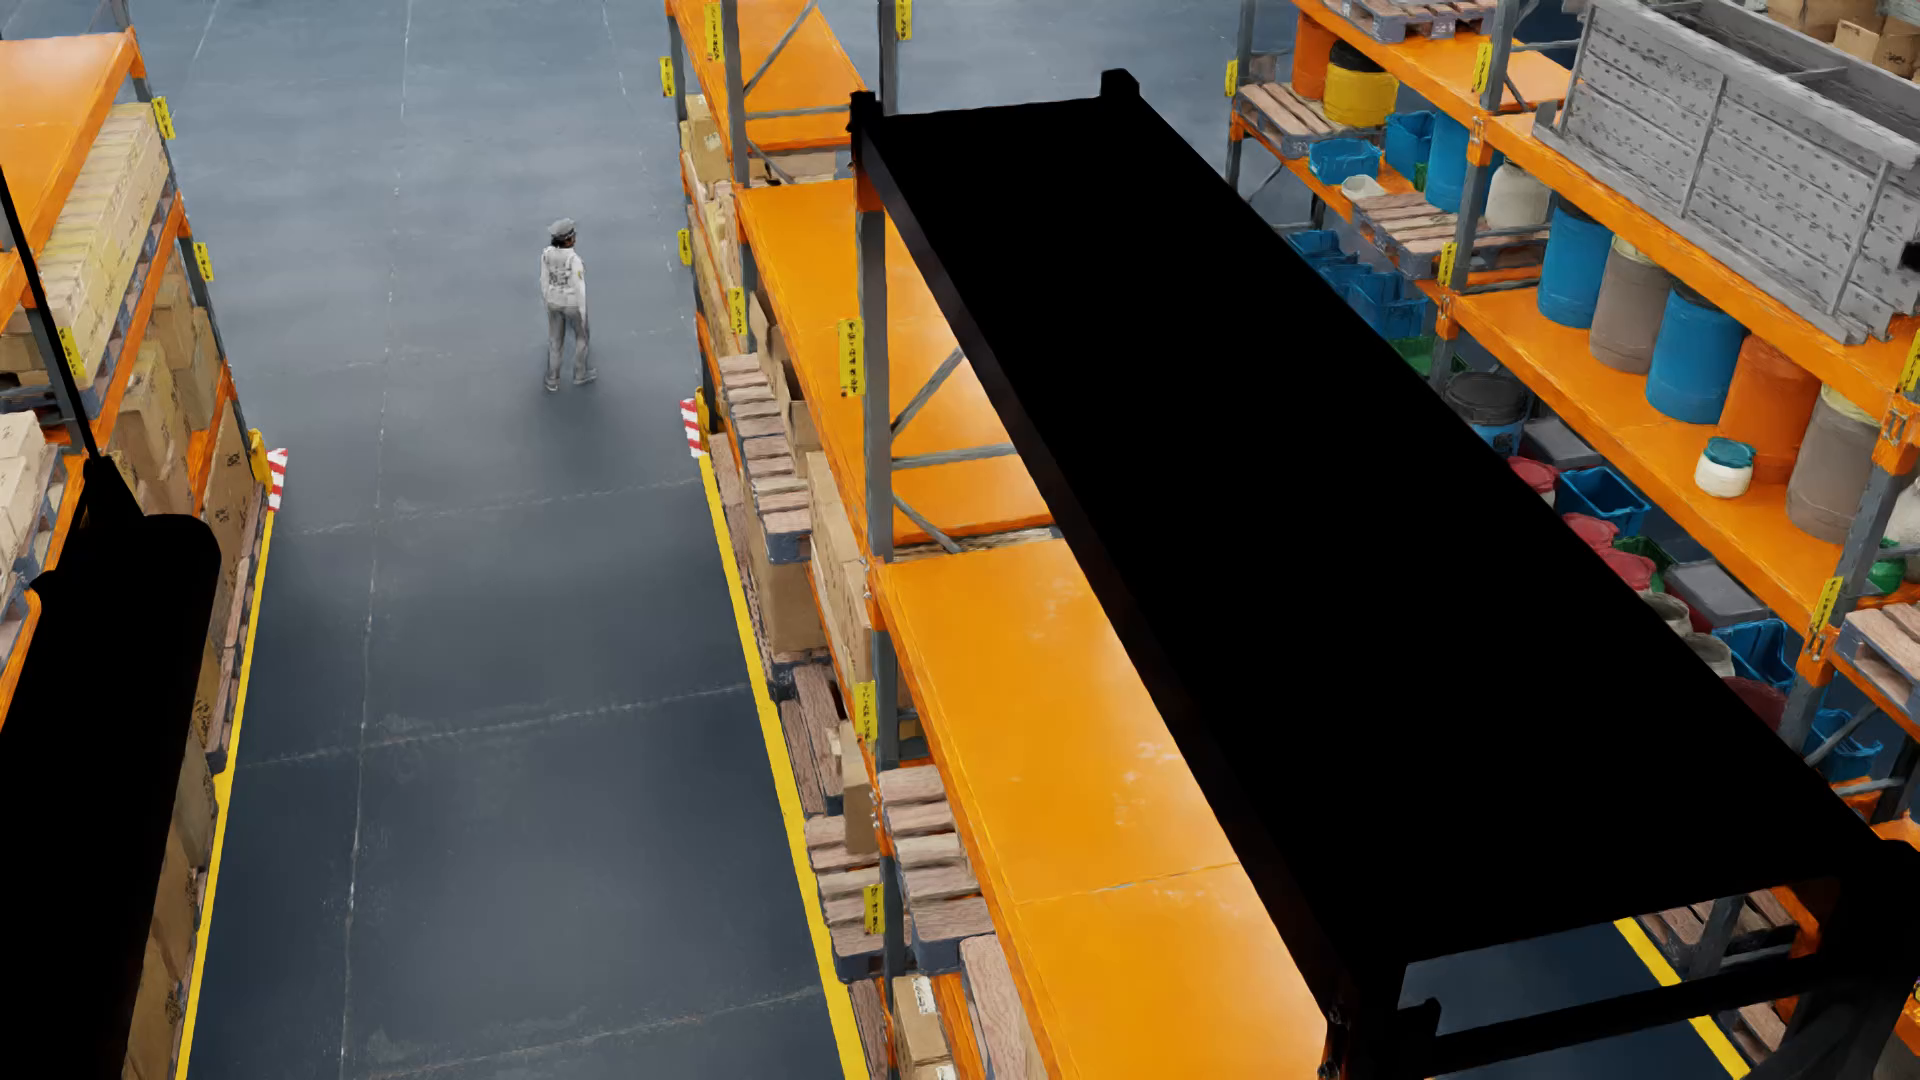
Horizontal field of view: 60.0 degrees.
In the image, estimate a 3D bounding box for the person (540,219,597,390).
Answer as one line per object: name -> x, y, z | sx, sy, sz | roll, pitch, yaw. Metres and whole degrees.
person -> -3.792, -2.218, 15.875 | 0.513, 1.665, 0.545 | 14, 37, 19
